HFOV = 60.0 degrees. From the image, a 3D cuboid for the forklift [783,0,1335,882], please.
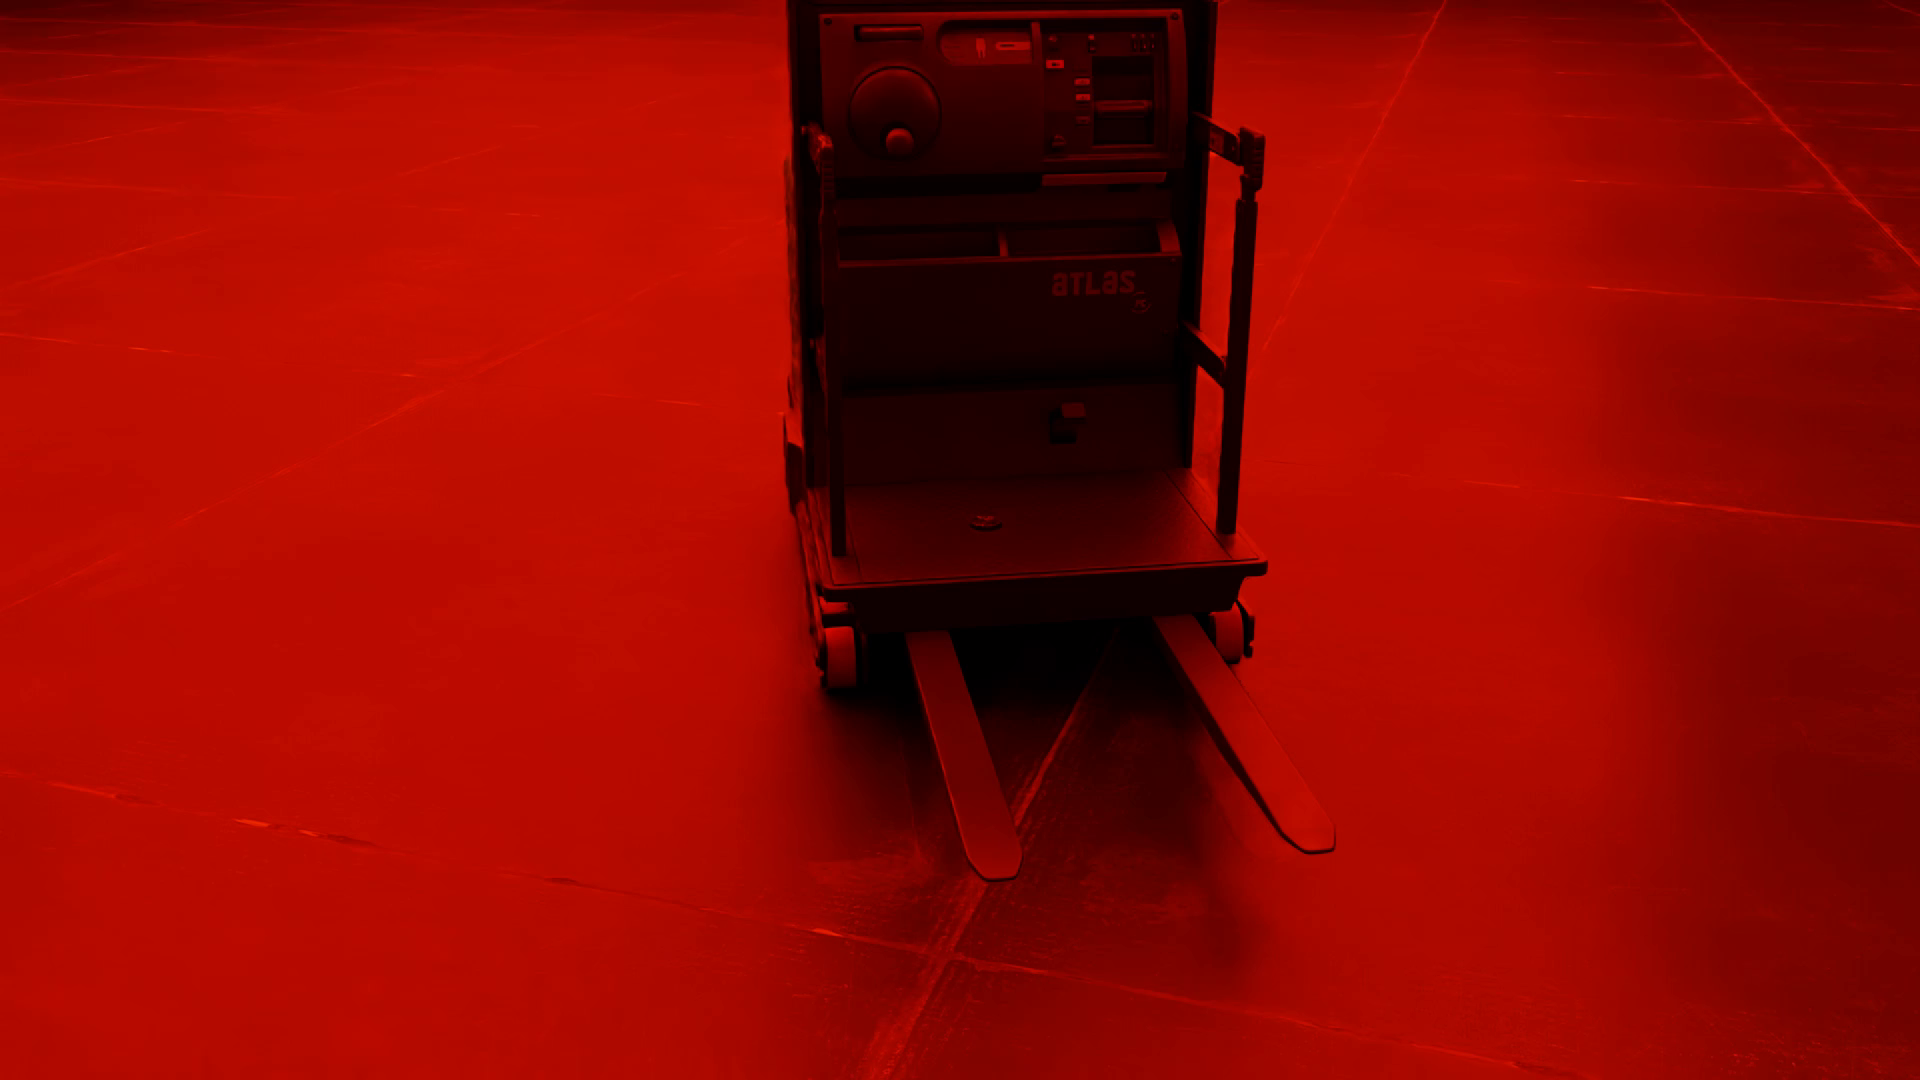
[{"bbox_3d":[0.148,-1.119,3.989,1.130,2.935,3.031,-3,23,-8],"label":"forklift"}]
